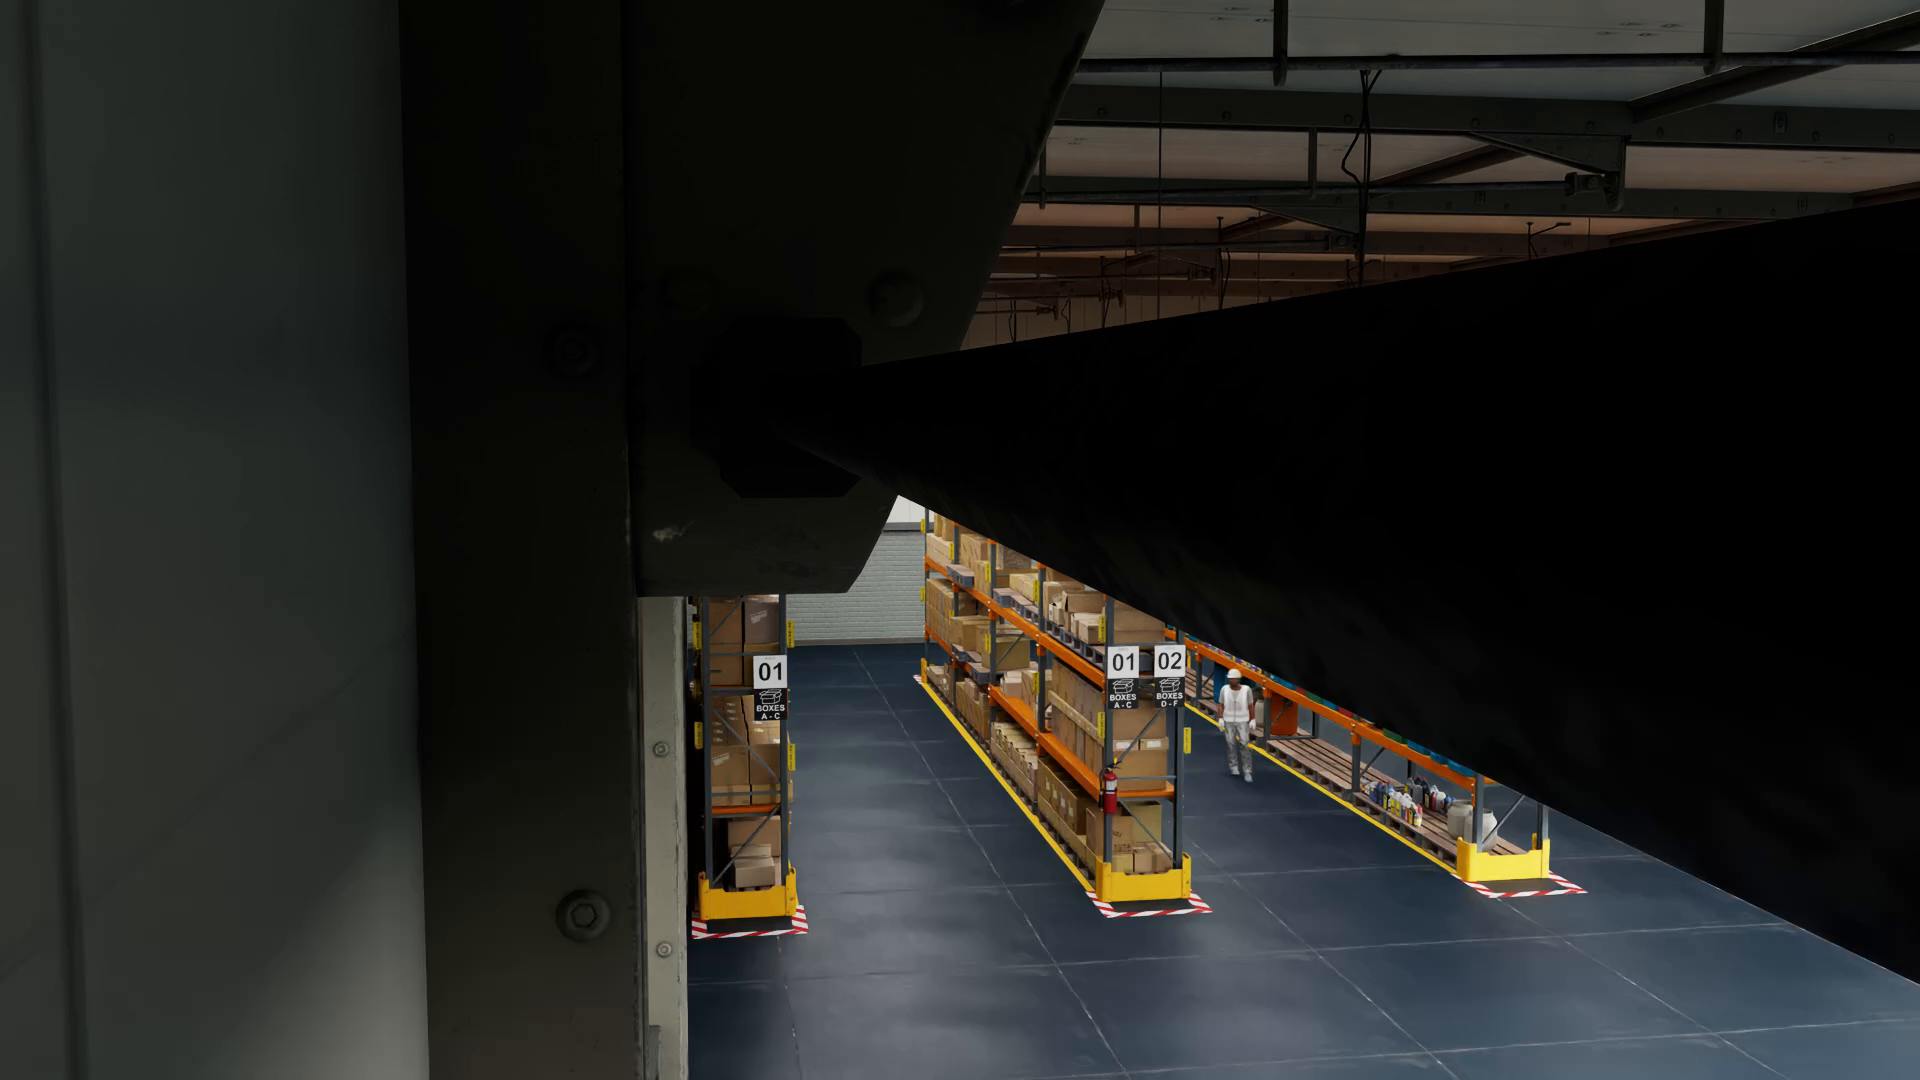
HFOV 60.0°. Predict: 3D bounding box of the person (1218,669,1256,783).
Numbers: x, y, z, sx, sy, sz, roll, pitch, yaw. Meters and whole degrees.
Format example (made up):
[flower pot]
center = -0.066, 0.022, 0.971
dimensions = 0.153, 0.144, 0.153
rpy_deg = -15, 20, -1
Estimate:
[person]
center = 4.557, 3.031, 27.421
dimensions = 0.644, 1.788, 0.642
rpy_deg = 2, 5, 19
